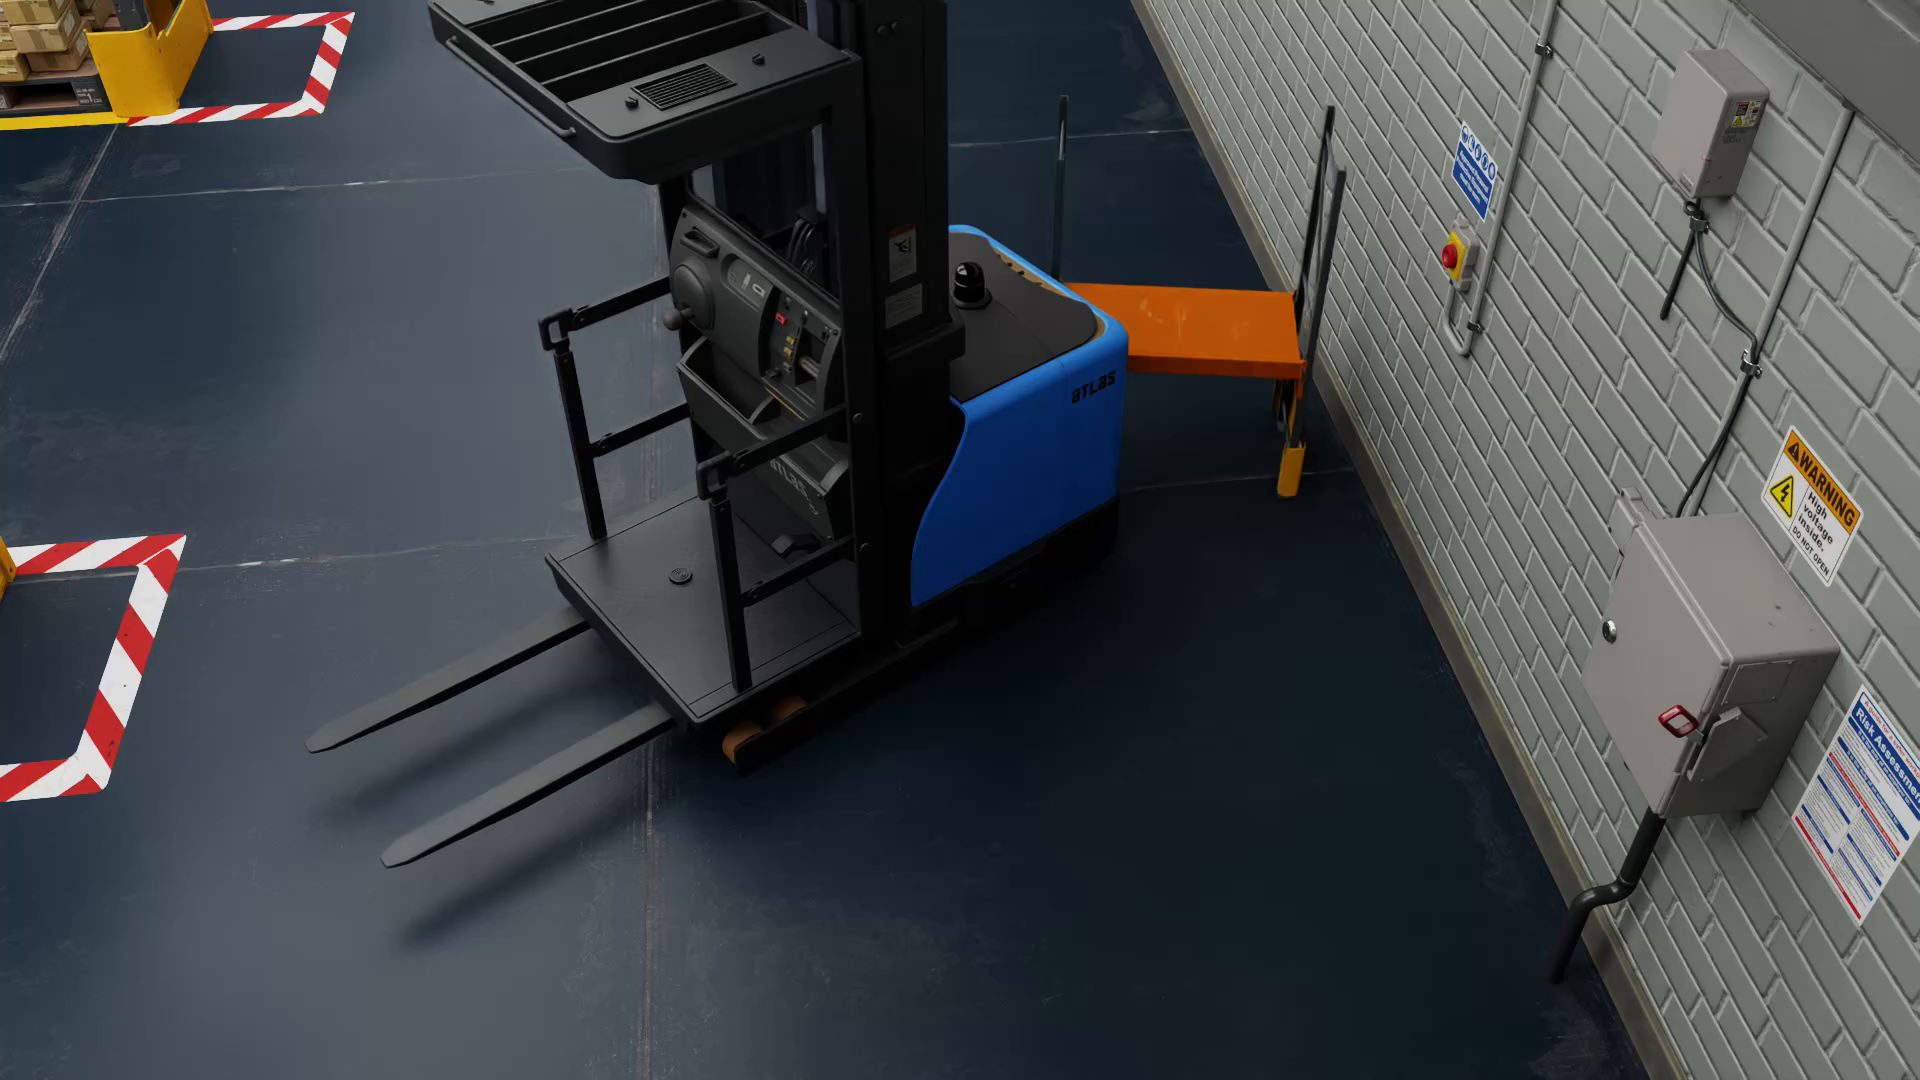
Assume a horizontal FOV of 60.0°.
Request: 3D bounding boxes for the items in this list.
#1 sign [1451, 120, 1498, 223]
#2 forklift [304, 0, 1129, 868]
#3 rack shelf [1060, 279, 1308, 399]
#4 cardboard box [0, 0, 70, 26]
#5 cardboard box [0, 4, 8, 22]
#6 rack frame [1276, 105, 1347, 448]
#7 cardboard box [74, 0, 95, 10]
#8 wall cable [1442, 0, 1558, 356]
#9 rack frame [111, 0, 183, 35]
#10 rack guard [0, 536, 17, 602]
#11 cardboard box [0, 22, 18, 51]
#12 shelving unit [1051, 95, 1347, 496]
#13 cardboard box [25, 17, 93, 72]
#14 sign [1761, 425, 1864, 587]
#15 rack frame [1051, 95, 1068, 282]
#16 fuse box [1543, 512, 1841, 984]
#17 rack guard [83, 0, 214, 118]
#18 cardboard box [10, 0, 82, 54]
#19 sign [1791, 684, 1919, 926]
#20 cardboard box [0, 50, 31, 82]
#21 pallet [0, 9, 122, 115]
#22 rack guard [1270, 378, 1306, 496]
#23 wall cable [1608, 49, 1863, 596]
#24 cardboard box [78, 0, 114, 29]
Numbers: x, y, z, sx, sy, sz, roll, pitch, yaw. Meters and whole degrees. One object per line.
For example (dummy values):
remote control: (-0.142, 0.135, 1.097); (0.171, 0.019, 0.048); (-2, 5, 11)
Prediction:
sign: (1.766, -1.268, 5.714); (0.001, 0.218, 0.327); (-5, 42, -6)
forklift: (-0.840, -0.690, 5.327); (3.031, 2.935, 1.130); (-28, 49, -28)
rack shelf: (0.889, -0.830, 6.819); (1.000, 0.185, 0.538); (3, 42, 3)
cardboard box: (-5.111, -3.007, 9.215); (0.250, 0.149, 0.380); (-5, 42, -5)
cardboard box: (-5.368, -3.024, 9.233); (0.250, 0.149, 0.380); (-4, 42, -5)
rack frame: (1.396, -0.937, 6.669); (0.032, 1.500, 0.500); (3, 42, 3)
cardboard box: (-5.172, -3.236, 9.691); (0.250, 0.149, 0.380); (-3, 42, -4)
wall cable: (1.711, -1.519, 5.412); (0.123, 1.953, 0.585); (-5, 42, -6)
rack frame: (-4.619, -3.903, 8.838); (0.127, 3.000, 1.000); (-5, 42, -6)
rack guard: (-3.853, 0.301, 6.043); (0.348, 0.500, 1.175); (-5, 42, -6)
cardboard box: (-5.371, -2.889, 9.306); (0.250, 0.149, 0.380); (-6, 42, -7)
shelving unit: (0.898, -0.963, 6.698); (1.083, 1.500, 0.587); (3, 42, 3)
cardboard box: (-5.114, -2.817, 9.448); (0.250, 0.149, 0.380); (-4, 42, -5)
sign: (2.037, -0.084, 3.986); (0.001, 0.242, 0.339); (-5, 42, -6)
rack frame: (0.383, -0.991, 6.728); (0.032, 1.500, 0.500); (3, 42, 3)
fuse box: (1.839, 0.756, 4.634); (0.414, 1.711, 0.539); (-5, 42, -6)
rack guard: (-4.694, -2.969, 9.668); (0.348, 0.500, 1.175); (-5, 42, -6)
cardboard box: (-5.105, -2.876, 9.292); (0.250, 0.149, 0.380); (-6, 42, -7)
sign: (2.108, 0.623, 3.890); (0.001, 0.494, 0.329); (-5, 42, -6)
cardboard box: (-5.356, -2.727, 9.349); (0.250, 0.149, 0.380); (-4, 42, -4)
pallet: (-5.504, -2.814, 9.712); (1.213, 0.211, 1.003); (-5, 42, -6)
rack guard: (1.395, -0.473, 7.087); (0.087, 0.250, 0.587); (3, 42, 3)
wall cable: (1.907, -0.566, 4.380); (0.122, 1.984, 0.588); (-5, 42, -6)
cardboard box: (-5.180, -3.168, 9.837); (0.250, 0.149, 0.380); (-4, 42, -5)
